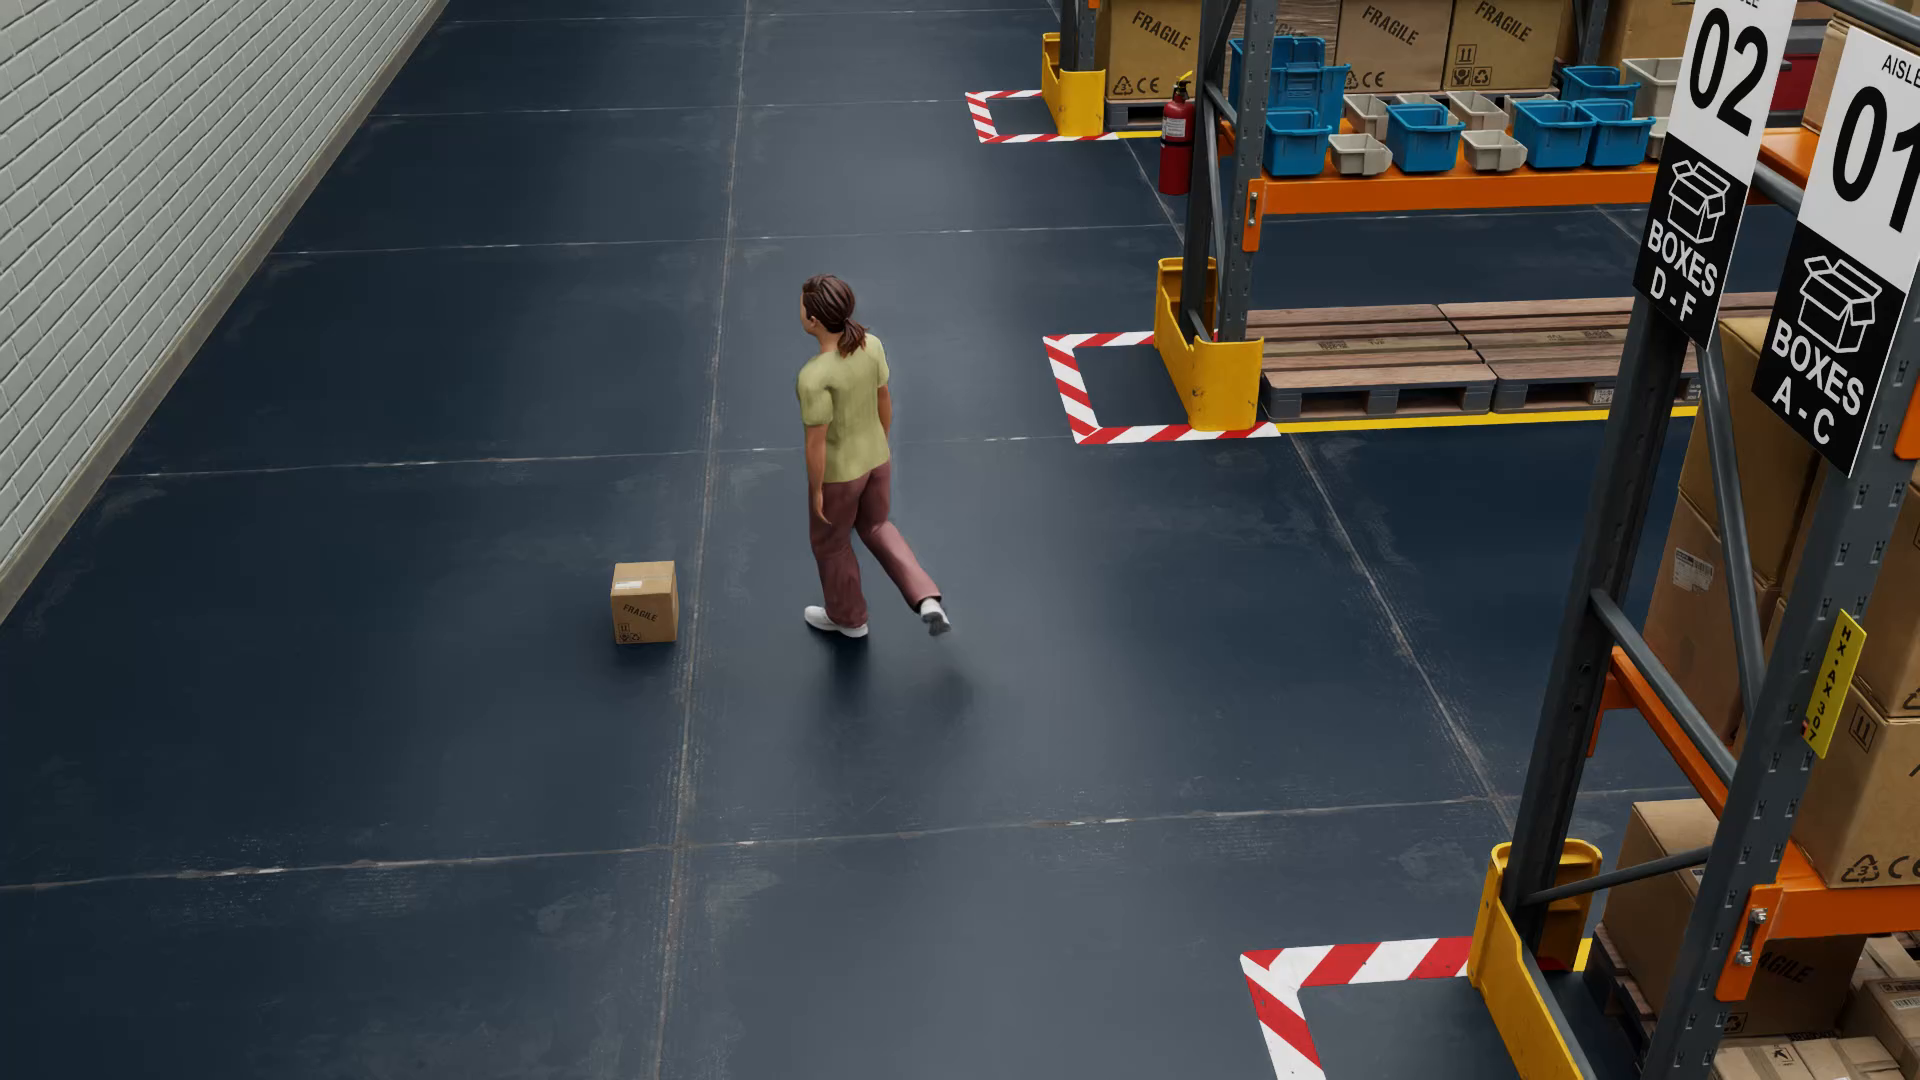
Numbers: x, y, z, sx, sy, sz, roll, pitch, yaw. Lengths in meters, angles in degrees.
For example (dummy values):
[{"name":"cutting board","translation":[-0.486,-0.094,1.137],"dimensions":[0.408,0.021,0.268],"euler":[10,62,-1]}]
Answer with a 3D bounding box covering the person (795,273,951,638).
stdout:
[{"name":"person","translation":[-0.398,-0.257,6.547],"dimensions":[0.713,1.660,0.513],"euler":[24,38,33]}]
